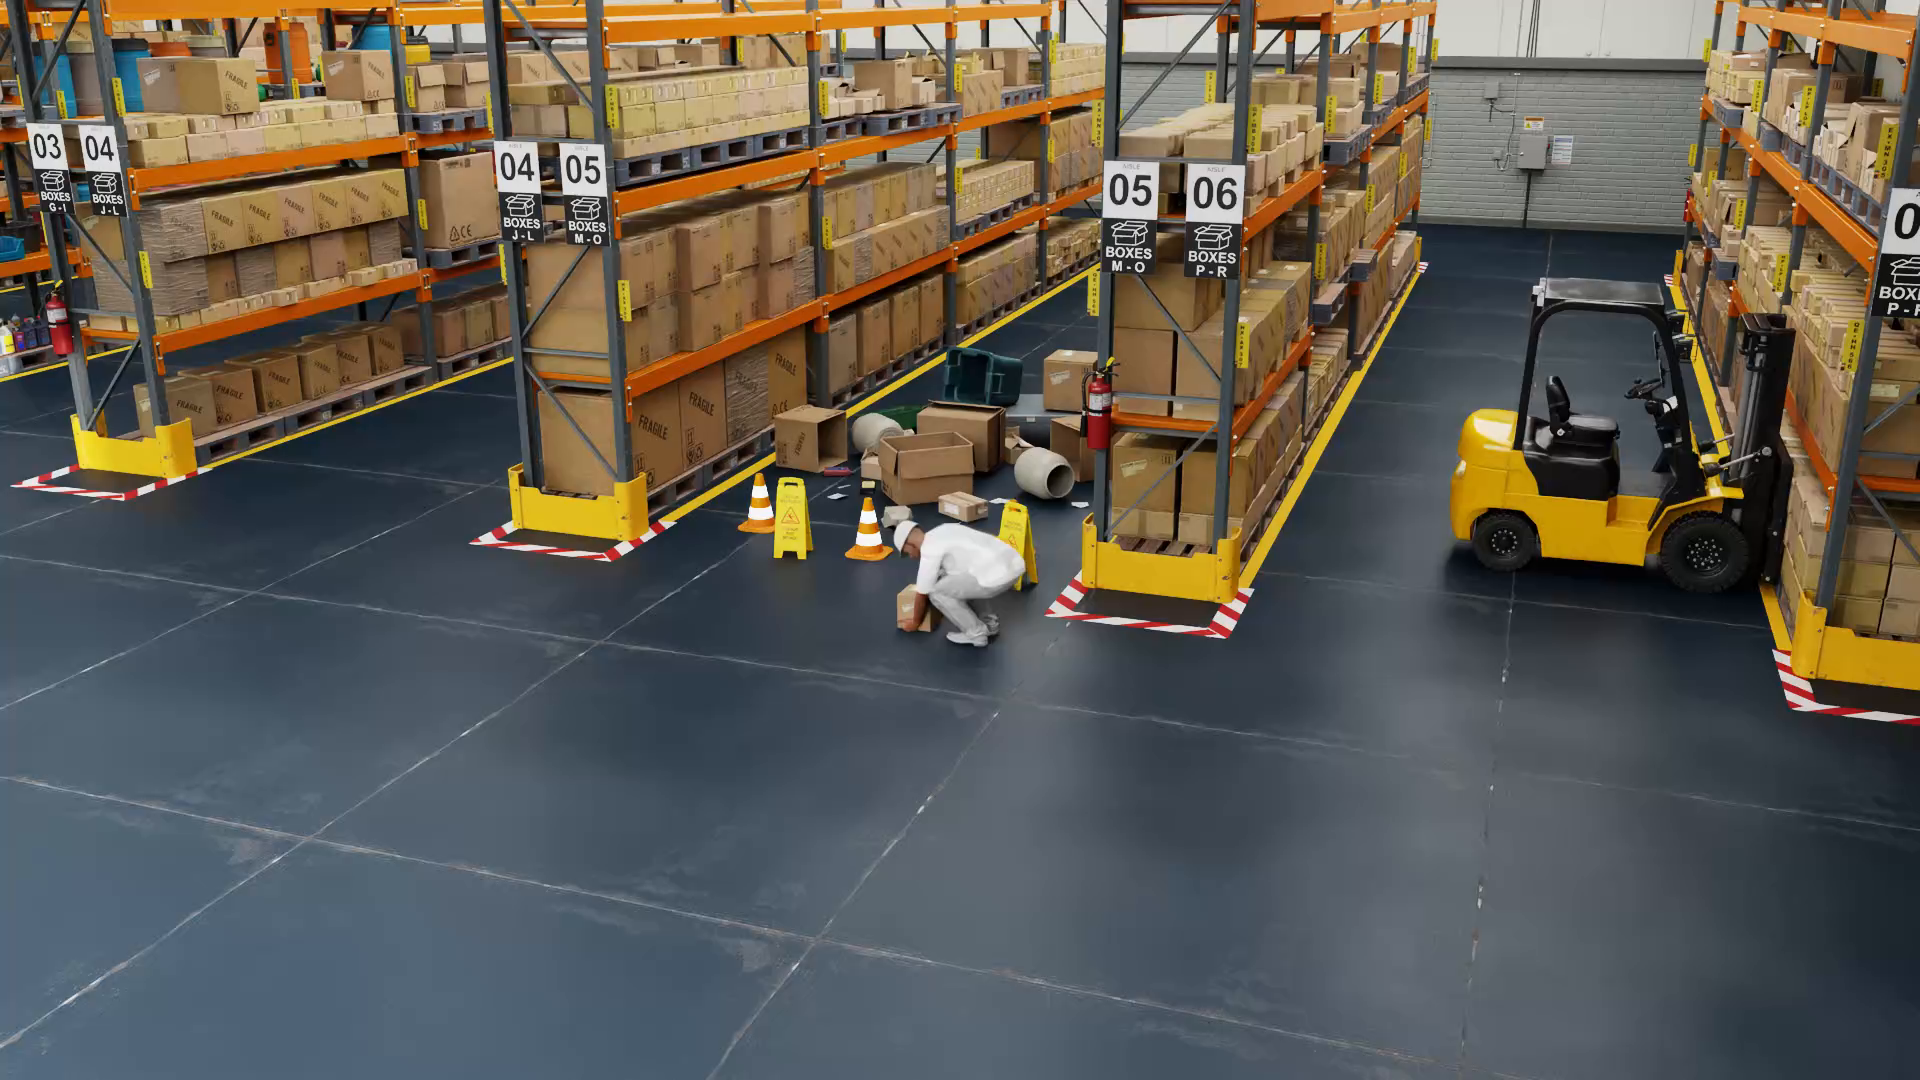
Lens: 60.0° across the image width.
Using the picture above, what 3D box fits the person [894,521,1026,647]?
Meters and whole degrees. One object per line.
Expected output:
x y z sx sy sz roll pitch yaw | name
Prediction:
-0.032 0.302 11.697 0.964 0.804 0.524 10 21 28 | person
